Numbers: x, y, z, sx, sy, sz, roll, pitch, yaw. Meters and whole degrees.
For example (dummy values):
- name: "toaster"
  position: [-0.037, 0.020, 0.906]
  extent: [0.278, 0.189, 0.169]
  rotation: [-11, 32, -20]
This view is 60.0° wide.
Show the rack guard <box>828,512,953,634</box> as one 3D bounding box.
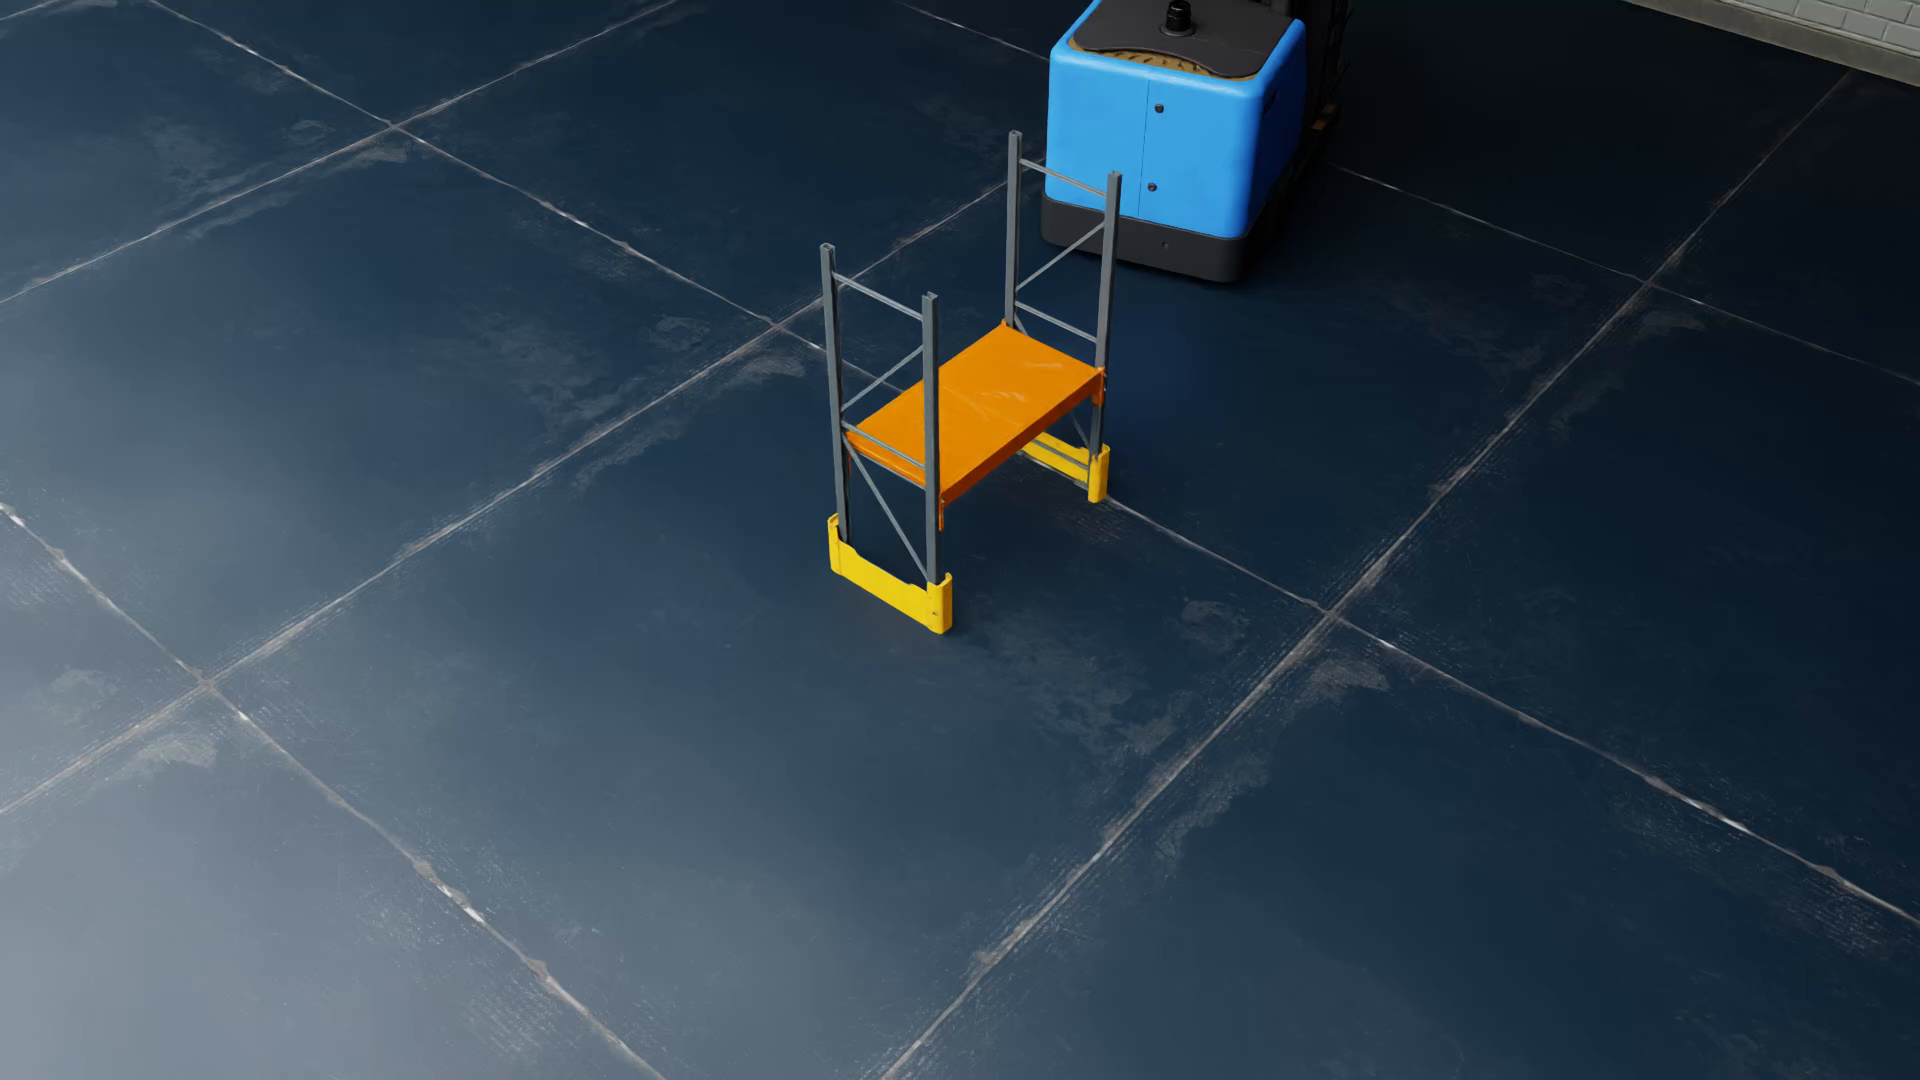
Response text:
- name: "rack guard"
  position: [-0.271, 0.125, 6.427]
  extent: [0.587, 0.250, 0.087]
  rotation: [29, 50, 28]

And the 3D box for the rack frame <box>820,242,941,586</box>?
- name: "rack frame"
  position: [-0.272, -0.337, 6.006]
  extent: [0.500, 1.500, 0.032]
  rotation: [29, 50, 28]

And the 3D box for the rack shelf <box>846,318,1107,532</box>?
- name: "rack shelf"
  position: [0.055, -0.466, 6.415]
  extent: [0.538, 0.185, 1.000]
  rotation: [29, 50, 28]

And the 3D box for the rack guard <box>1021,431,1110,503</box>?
- name: "rack guard"
  position: [0.370, -0.388, 6.991]
  extent: [0.587, 0.250, 0.087]
  rotation: [29, 50, 28]

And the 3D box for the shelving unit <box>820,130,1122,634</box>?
- name: "shelving unit"
  position: [0.049, -0.594, 6.289]
  extent: [0.587, 1.500, 1.083]
  rotation: [29, 50, 28]

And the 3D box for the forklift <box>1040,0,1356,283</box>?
- name: "forklift"
  position: [1.457, -3.321, 8.224]
  extent: [1.130, 2.935, 3.031]
  rotation: [16, 45, 17]

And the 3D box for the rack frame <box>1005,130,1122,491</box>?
- name: "rack frame"
  position: [0.382, -0.861, 6.582]
  extent: [0.500, 1.500, 0.032]
  rotation: [29, 50, 28]
